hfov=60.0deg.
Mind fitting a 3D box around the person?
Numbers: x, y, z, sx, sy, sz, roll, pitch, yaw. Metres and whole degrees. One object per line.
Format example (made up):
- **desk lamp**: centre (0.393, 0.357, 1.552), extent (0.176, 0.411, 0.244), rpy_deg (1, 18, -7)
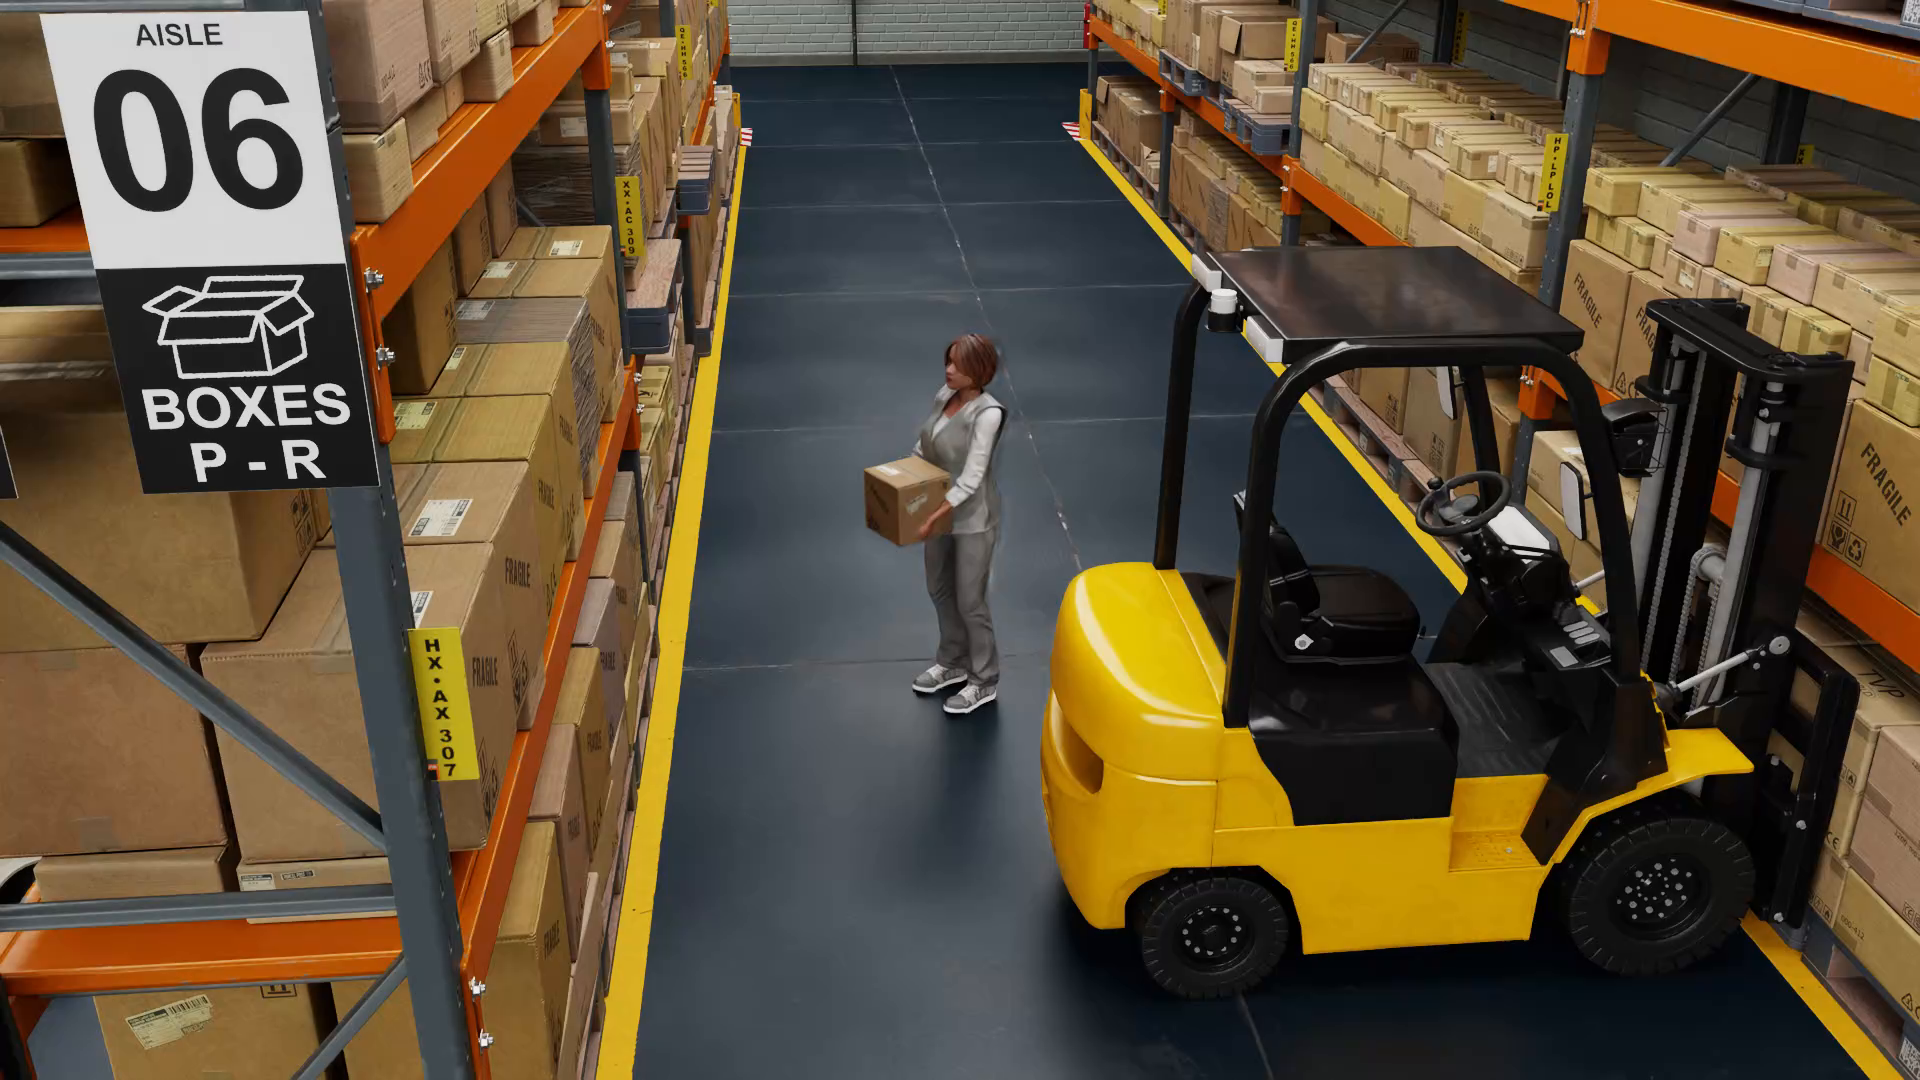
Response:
- **person**: centre (-0.072, -0.049, 6.723), extent (0.486, 1.595, 0.412), rpy_deg (-15, 28, -30)
